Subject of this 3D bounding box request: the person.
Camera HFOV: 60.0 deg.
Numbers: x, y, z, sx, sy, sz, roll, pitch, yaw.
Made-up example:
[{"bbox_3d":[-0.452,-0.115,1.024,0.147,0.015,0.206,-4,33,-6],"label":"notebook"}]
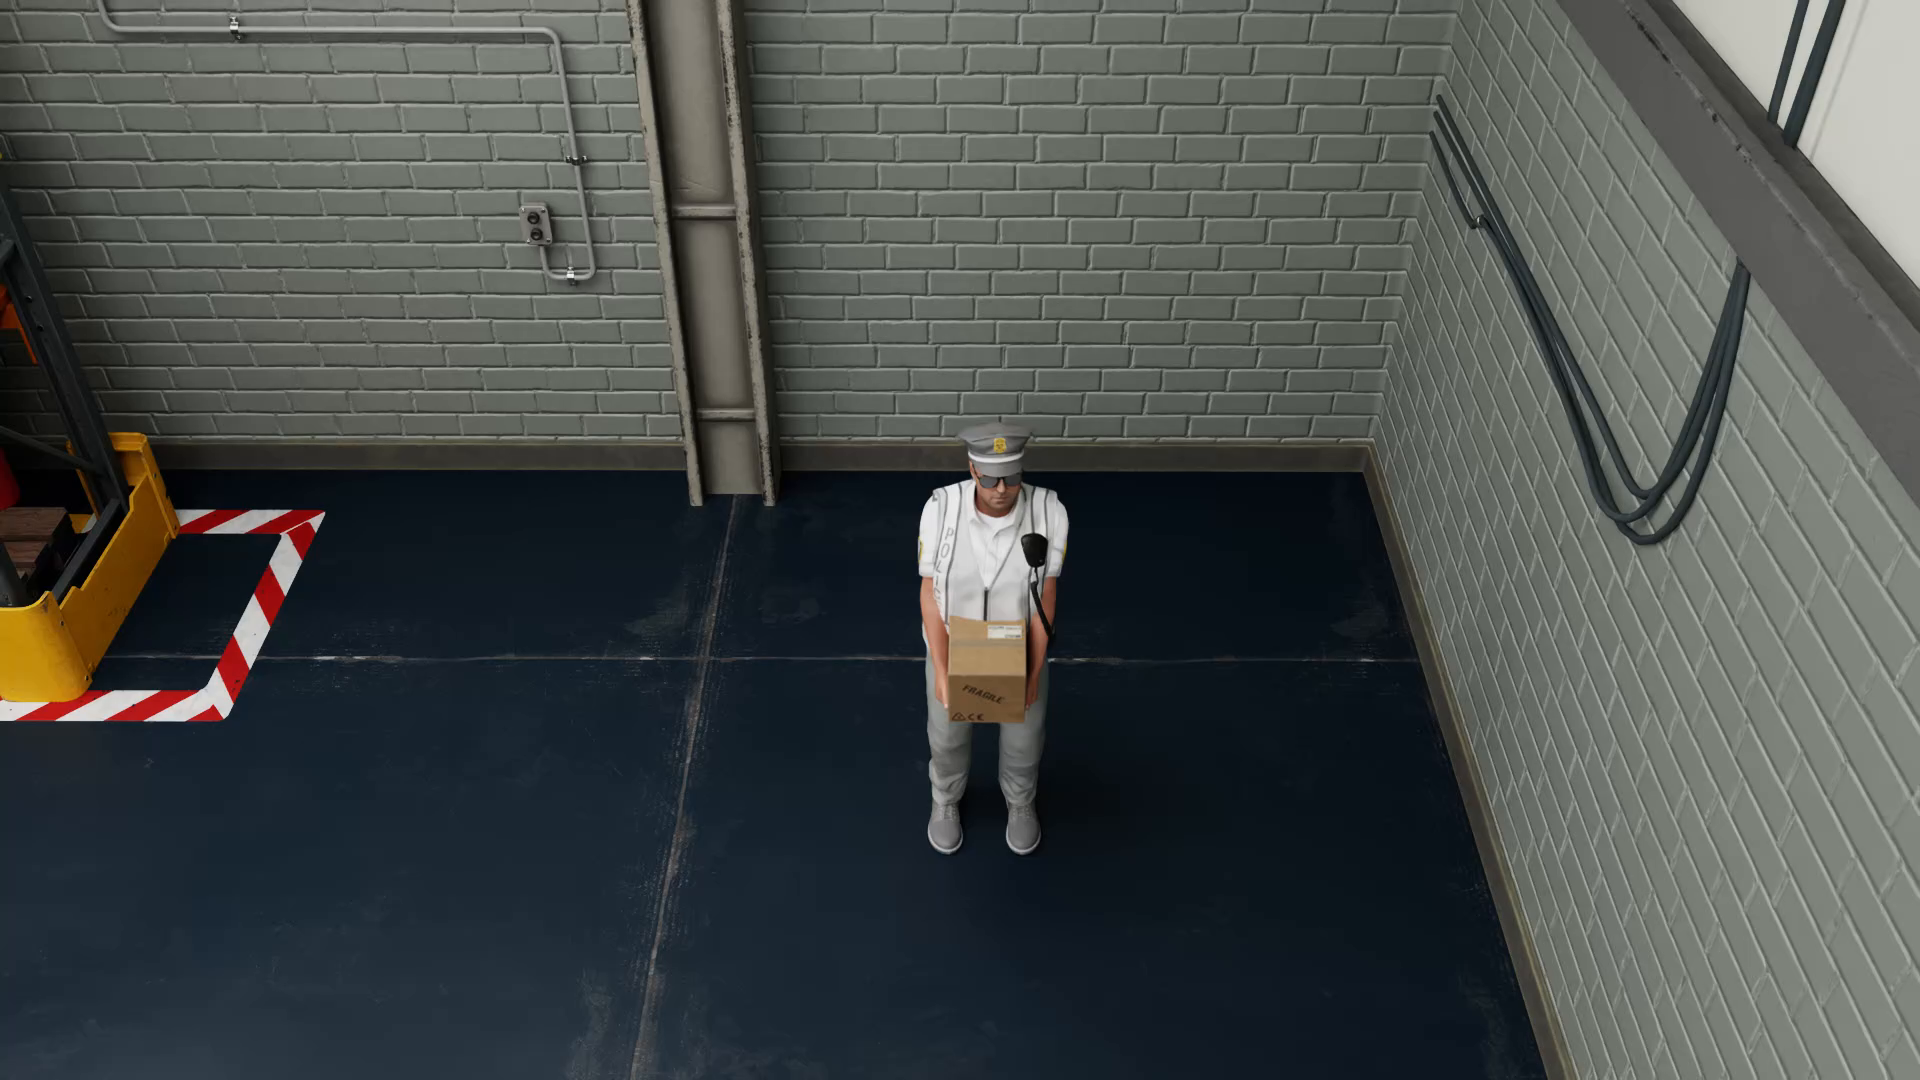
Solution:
[{"bbox_3d":[0.106,0.404,5.646,0.494,1.767,0.563,1,39,1],"label":"person"}]
